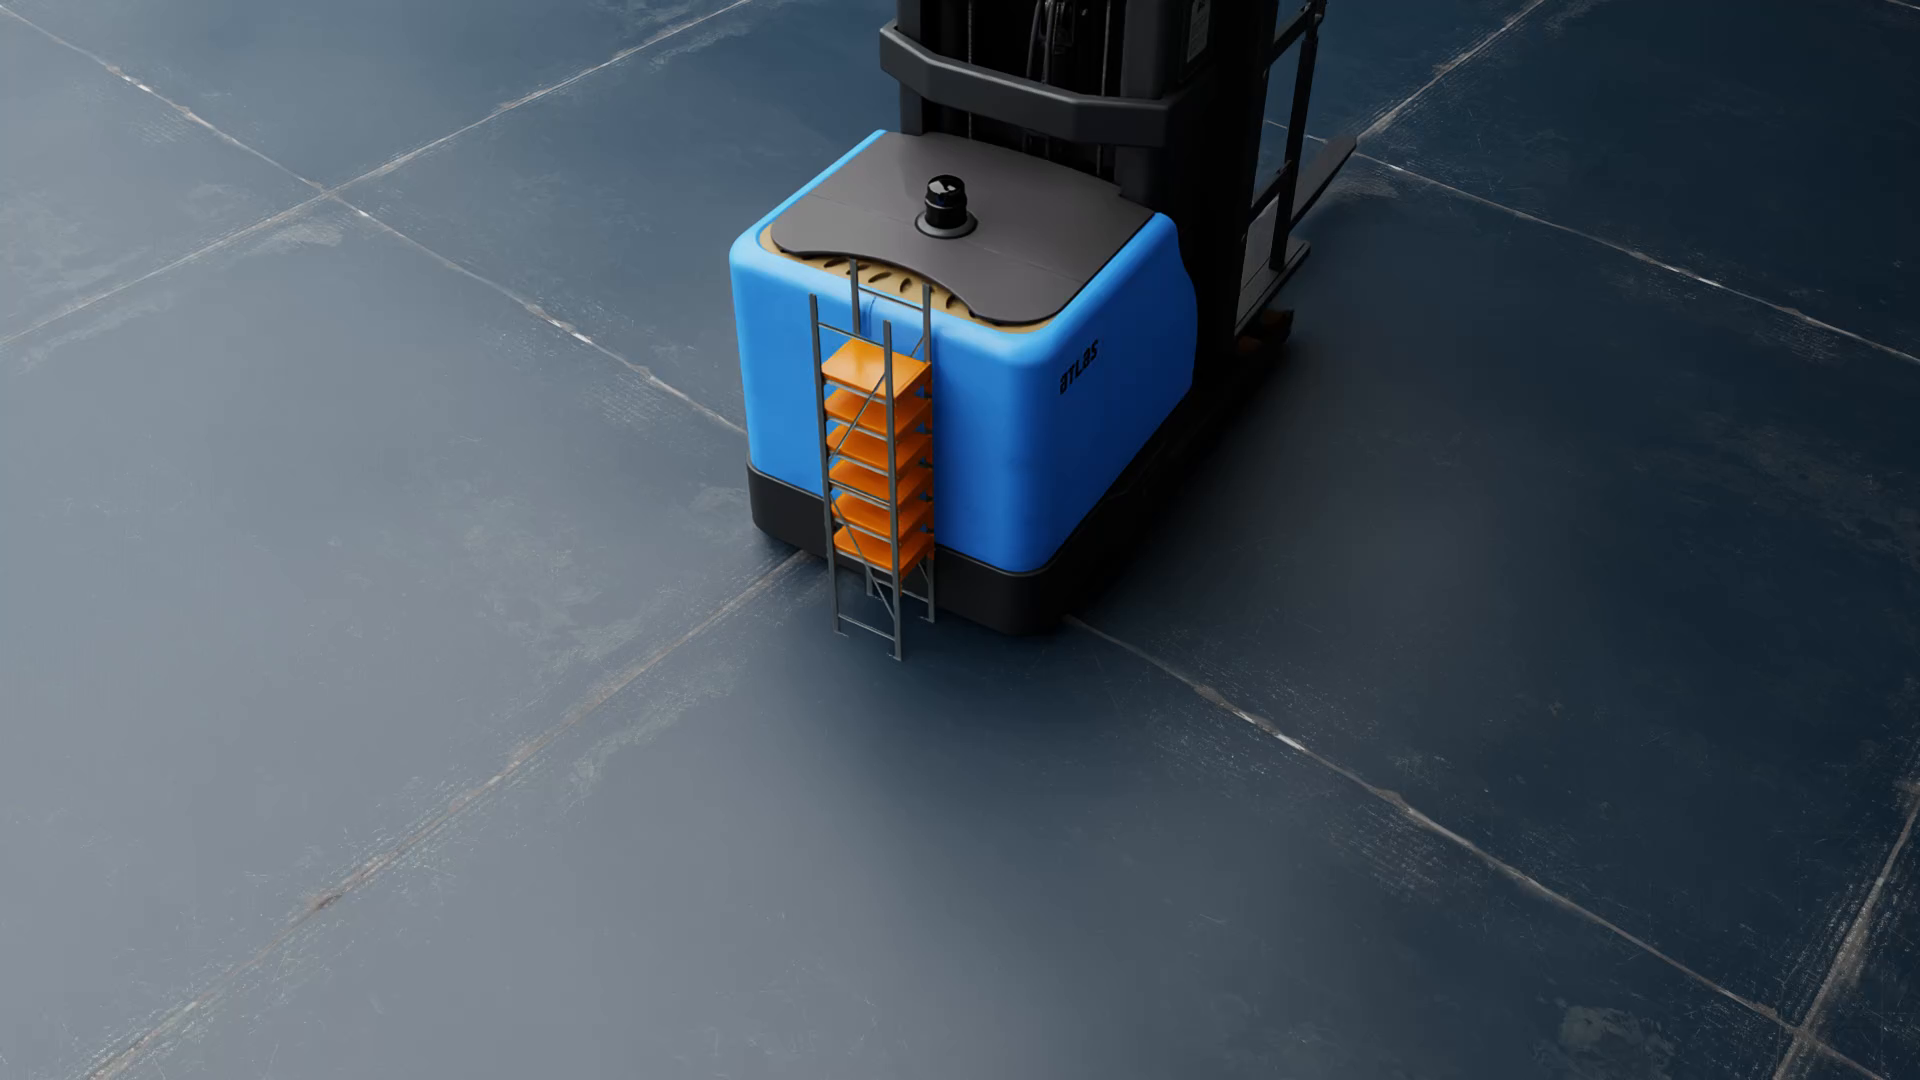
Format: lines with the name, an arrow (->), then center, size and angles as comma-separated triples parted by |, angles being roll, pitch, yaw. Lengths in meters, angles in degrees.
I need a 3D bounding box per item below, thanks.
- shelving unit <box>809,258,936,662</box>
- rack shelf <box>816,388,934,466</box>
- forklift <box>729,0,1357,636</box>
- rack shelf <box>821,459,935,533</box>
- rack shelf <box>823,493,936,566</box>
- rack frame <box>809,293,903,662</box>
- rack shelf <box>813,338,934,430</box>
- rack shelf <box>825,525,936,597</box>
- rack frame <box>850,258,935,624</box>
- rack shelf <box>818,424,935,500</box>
shelving unit -> -0.225, -0.182, 4.559 | 0.258, 1.200, 0.189 | 22, 47, 22
rack shelf -> -0.225, -0.327, 4.427 | 0.258, 0.103, 0.180 | 22, 47, 22
forklift -> 0.535, -1.781, 5.030 | 1.130, 2.935, 3.031 | 22, 47, 22
rack shelf -> -0.225, -0.149, 4.589 | 0.258, 0.103, 0.180 | 22, 47, 22
rack shelf -> -0.225, -0.061, 4.669 | 0.258, 0.103, 0.180 | 22, 47, 22
rack frame -> -0.272, -0.129, 4.501 | 0.240, 1.200, 0.006 | 22, 47, 22
rack shelf -> -0.225, -0.416, 4.346 | 0.258, 0.103, 0.180 | 22, 47, 22
rack shelf -> -0.225, 0.028, 4.750 | 0.258, 0.103, 0.180 | 22, 47, 22
rack frame -> -0.179, -0.235, 4.617 | 0.240, 1.200, 0.006 | 22, 47, 22
rack shelf -> -0.225, -0.238, 4.508 | 0.258, 0.103, 0.180 | 22, 47, 22
